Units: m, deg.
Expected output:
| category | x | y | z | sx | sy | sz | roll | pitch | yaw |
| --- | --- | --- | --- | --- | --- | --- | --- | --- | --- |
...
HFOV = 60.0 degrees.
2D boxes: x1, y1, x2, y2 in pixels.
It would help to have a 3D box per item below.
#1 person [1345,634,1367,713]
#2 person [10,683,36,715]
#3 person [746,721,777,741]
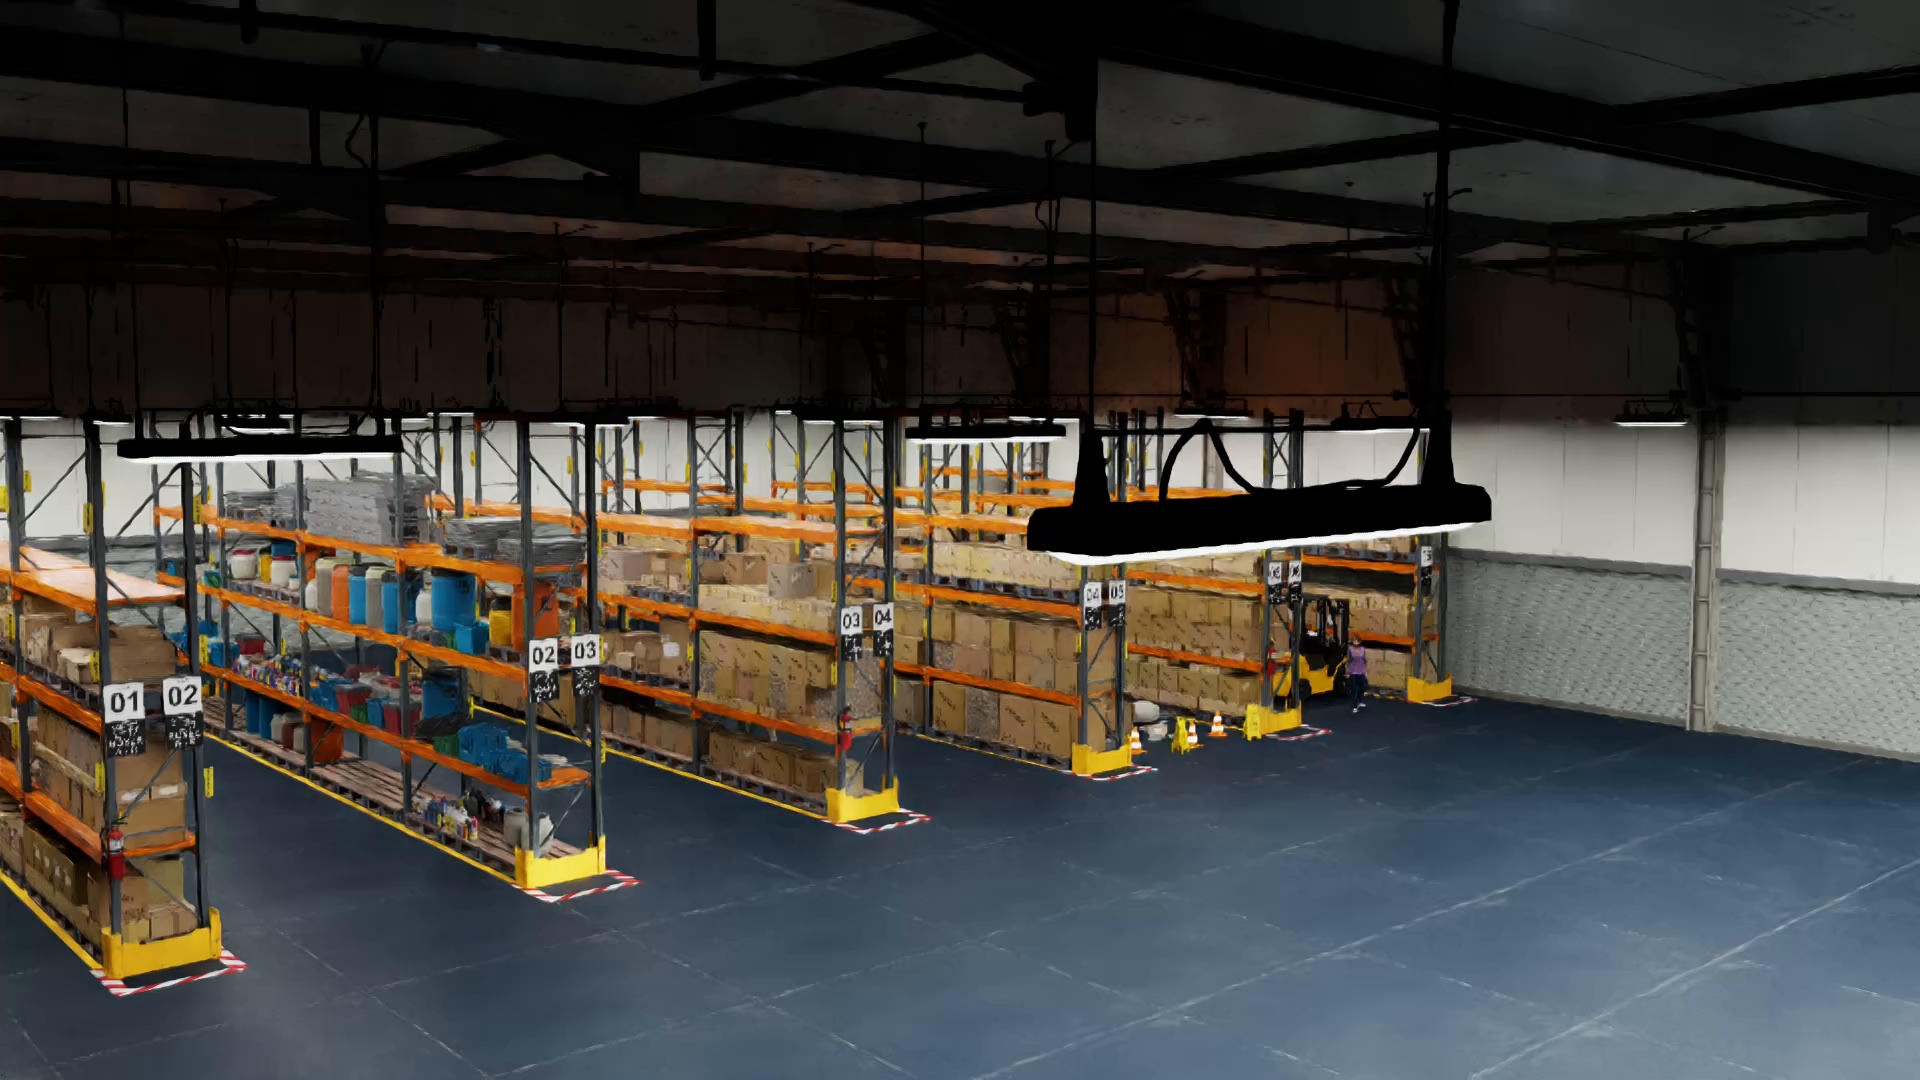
| category | x | y | z | sx | sy | sz | roll | pitch | yaw |
| --- | --- | --- | --- | --- | --- | --- | --- | --- | --- |
| person | 7.887 | 2.637 | 33.115 | 0.473 | 1.589 | 0.501 | 0 | 5 | -2 |
| person | -18.376 | 2.622 | 32.568 | 0.682 | 1.715 | 0.542 | -5 | 7 | -43 |
| person | -3.580 | 2.902 | 29.521 | 0.542 | 1.645 | 1.126 | -4 | 6 | -39 |
